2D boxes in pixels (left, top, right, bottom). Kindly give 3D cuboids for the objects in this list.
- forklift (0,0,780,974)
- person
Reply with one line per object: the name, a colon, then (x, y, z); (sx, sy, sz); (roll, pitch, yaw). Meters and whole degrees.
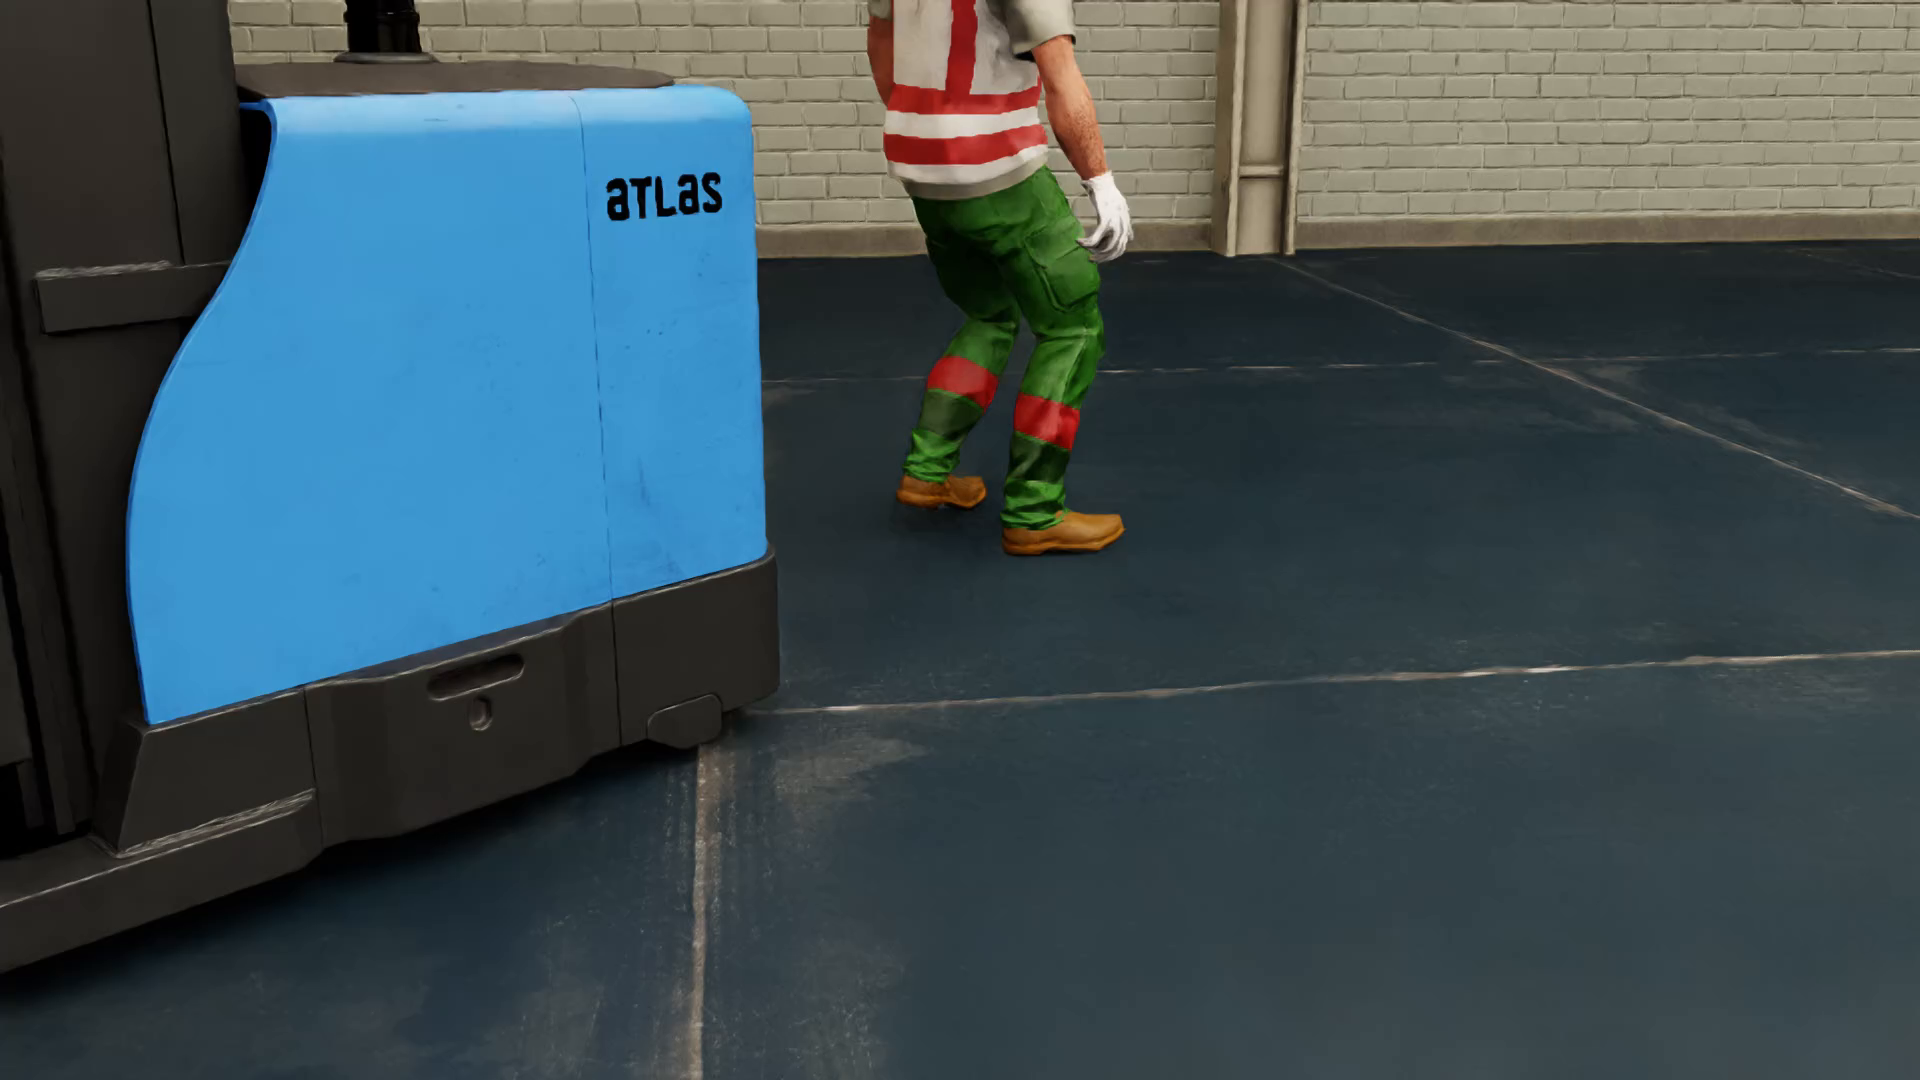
forklift: (-1.707, -0.880, 1.807); (1.130, 2.935, 3.031); (16, 23, 42)
person: (0.096, -0.842, 3.793); (0.429, 1.727, 0.783); (-13, 21, -37)
